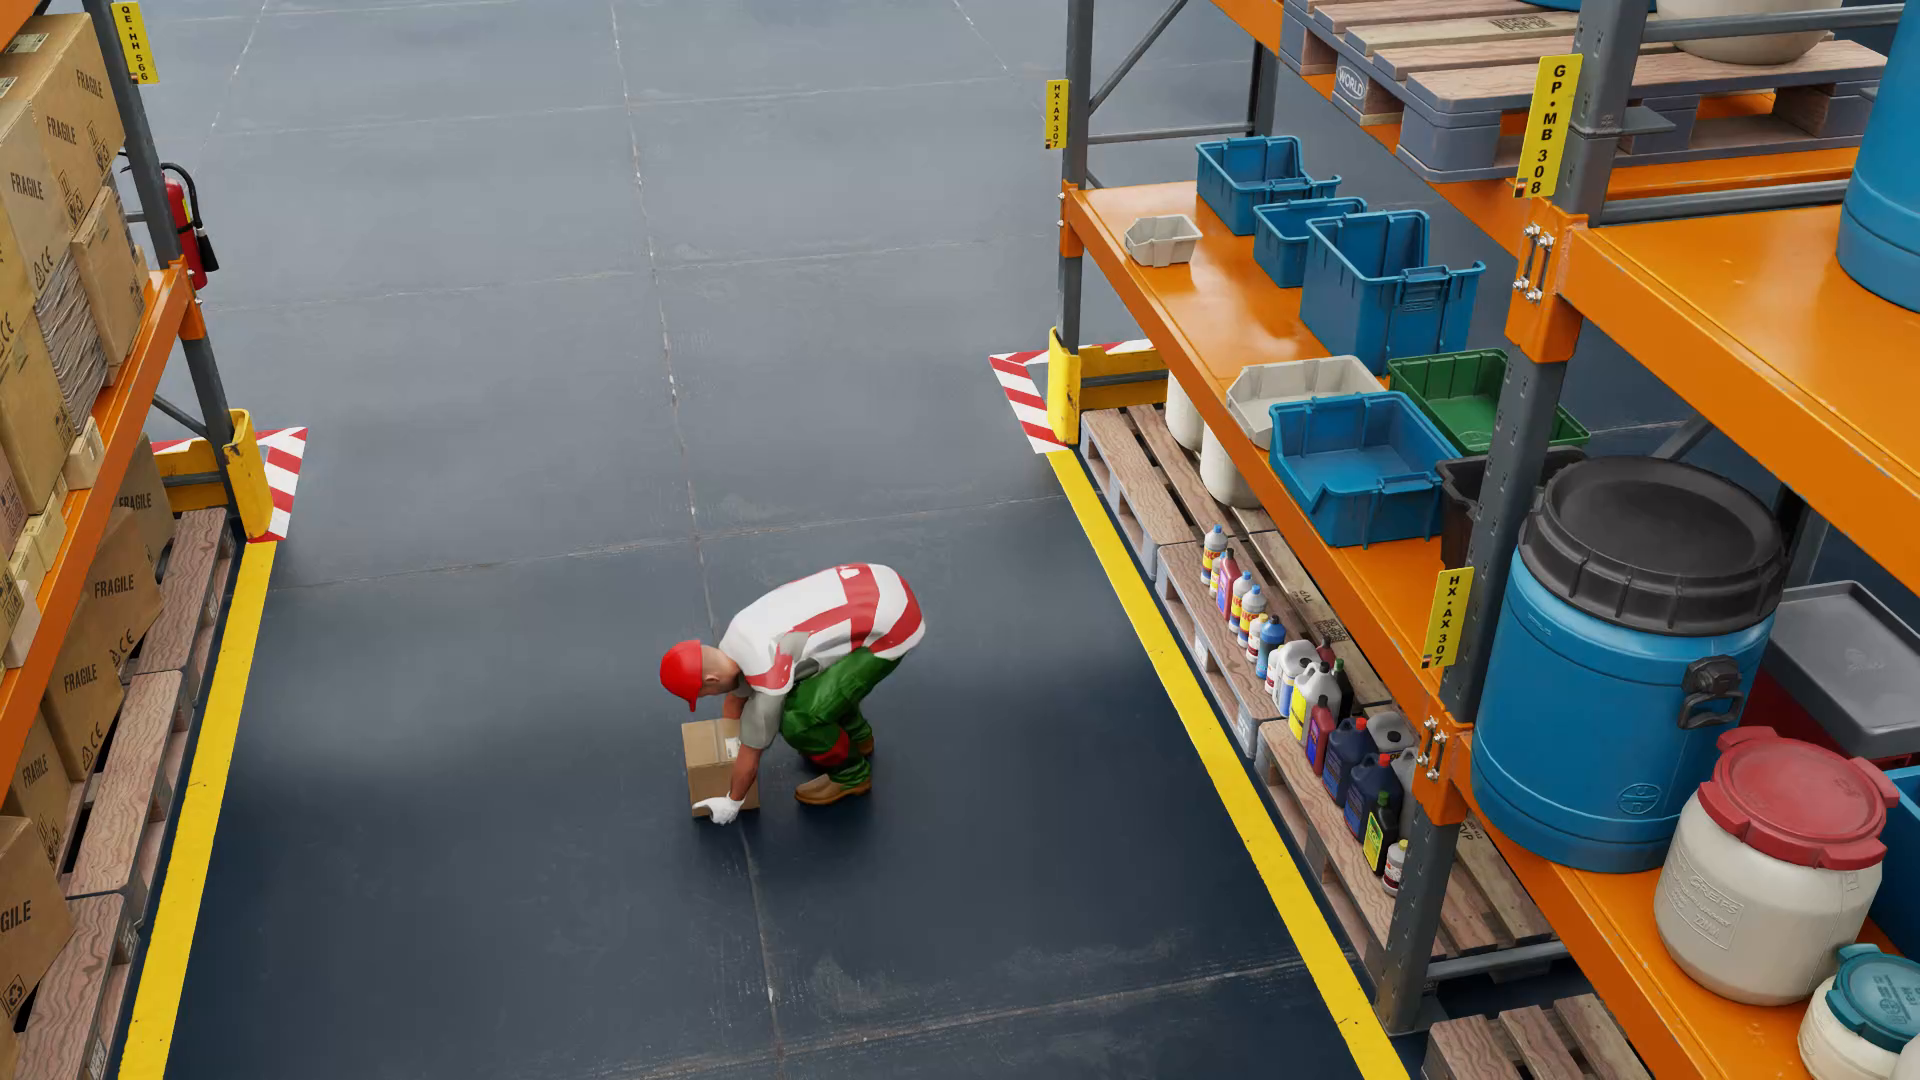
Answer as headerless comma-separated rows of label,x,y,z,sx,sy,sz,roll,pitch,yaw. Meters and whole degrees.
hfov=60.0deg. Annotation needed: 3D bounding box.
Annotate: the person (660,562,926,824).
person,-0.605,0.551,6.111,0.956,0.915,0.526,-9,35,-13
